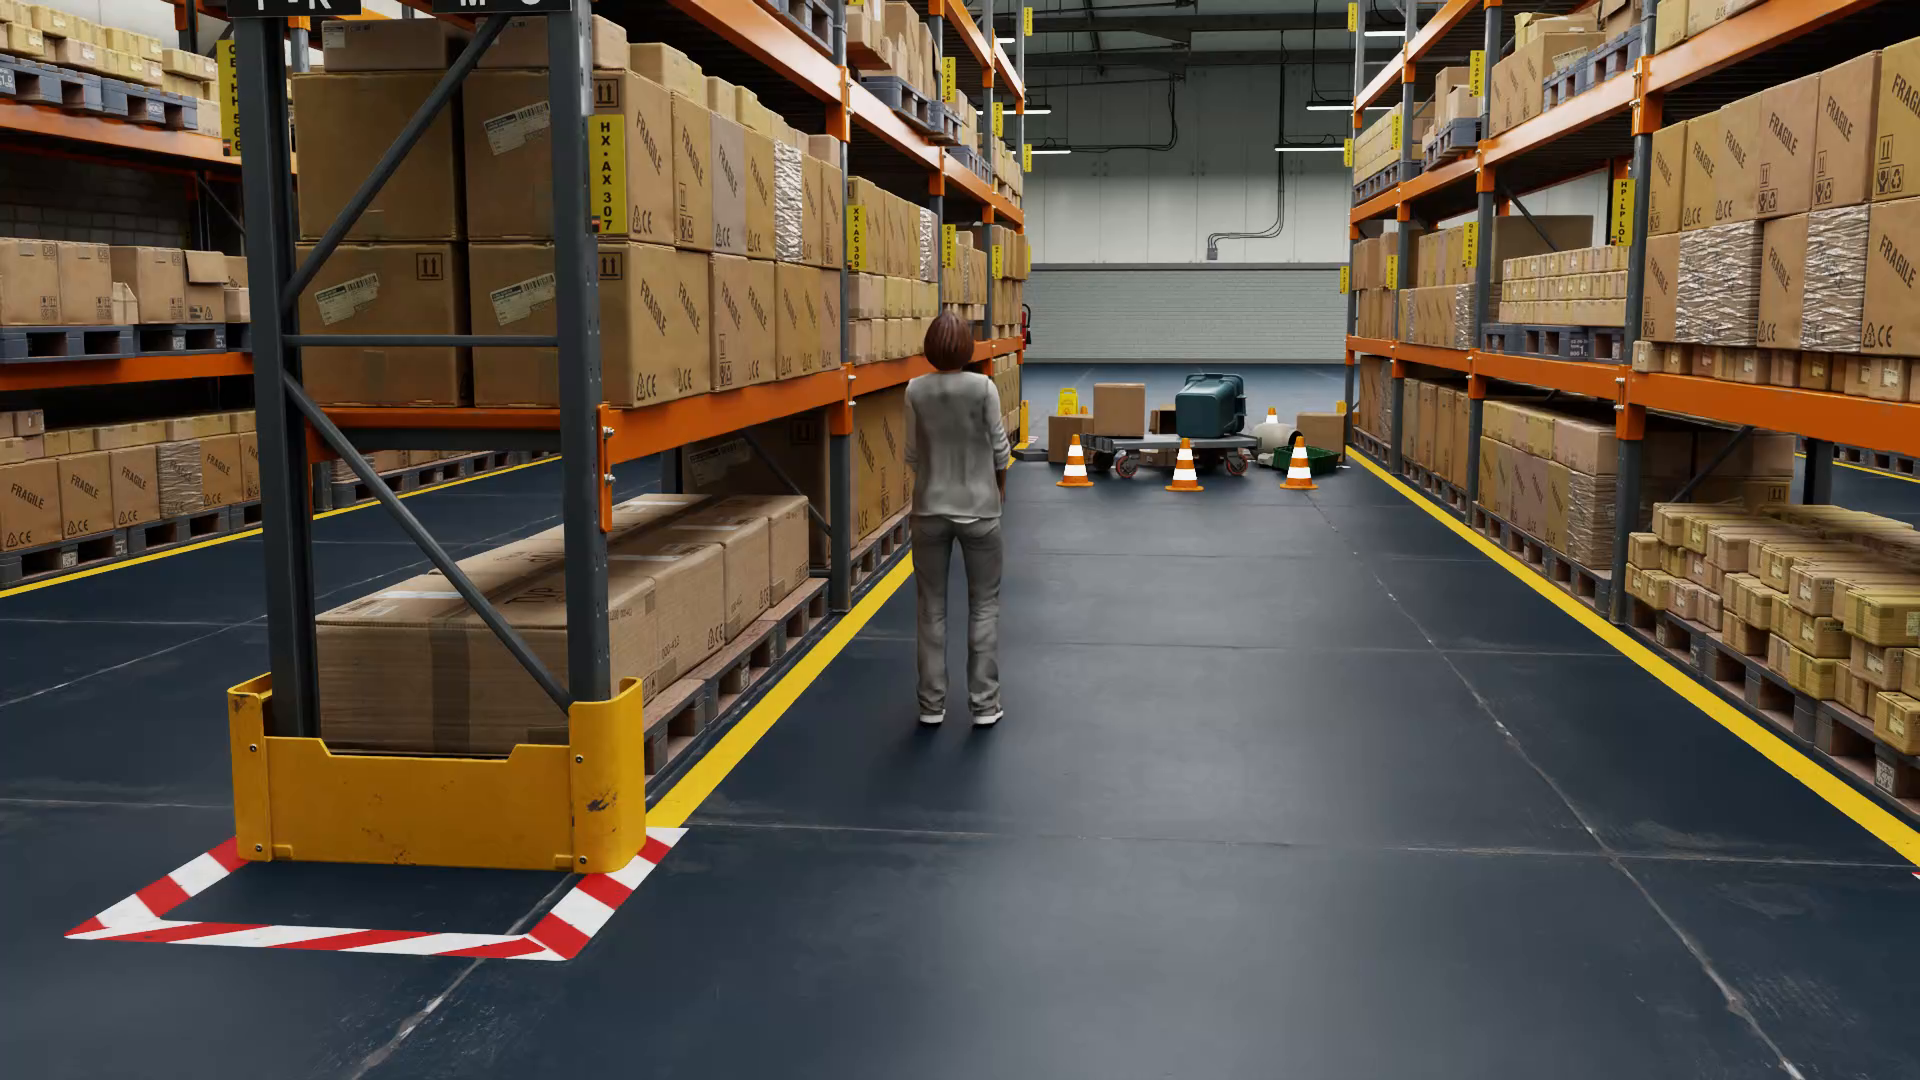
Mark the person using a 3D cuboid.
[{"bbox_3d":[-0.008,-0.091,6.497,0.412,1.595,0.486,1,8,8],"label":"person"}]
